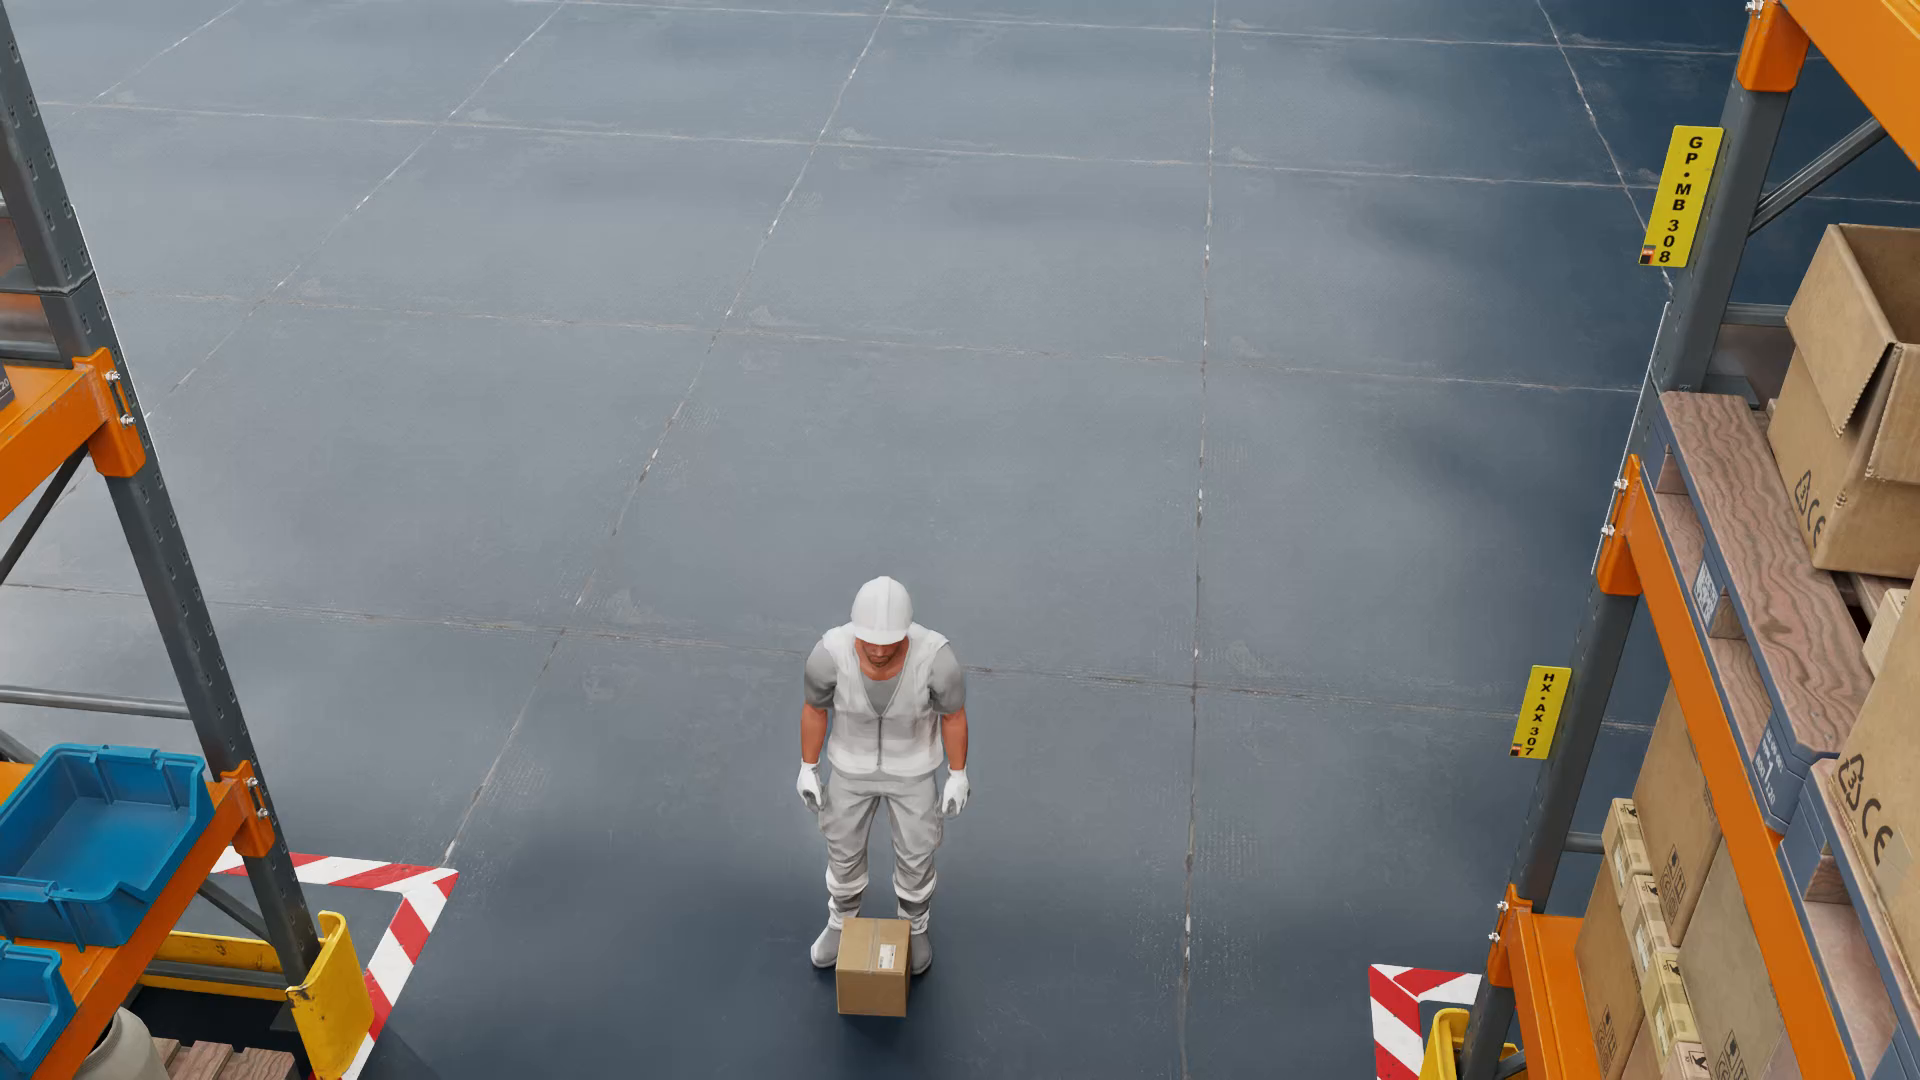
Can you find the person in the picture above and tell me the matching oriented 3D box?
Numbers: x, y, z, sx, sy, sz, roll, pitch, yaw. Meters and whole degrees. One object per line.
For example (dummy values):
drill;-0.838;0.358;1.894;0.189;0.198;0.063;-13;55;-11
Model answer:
person;-0.269;0.828;5.880;0.620;1.780;0.446;2;36;3
